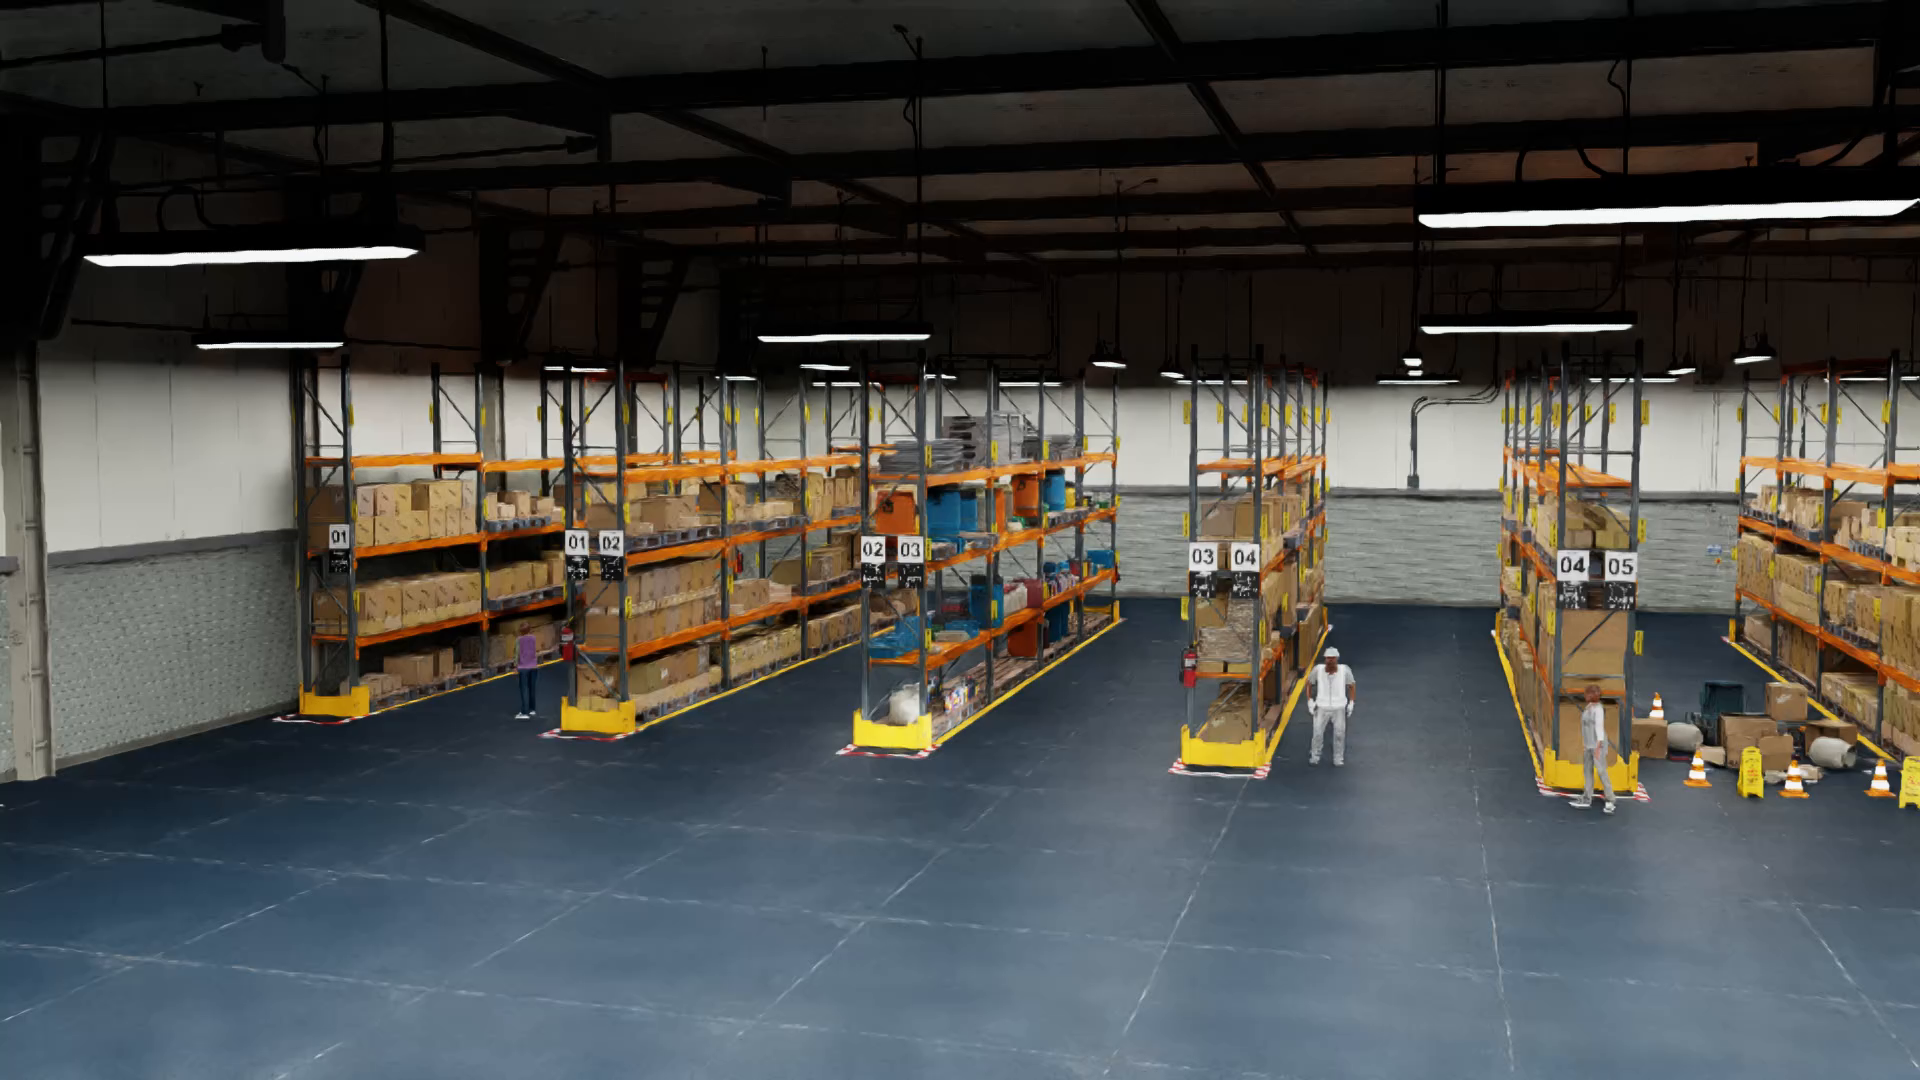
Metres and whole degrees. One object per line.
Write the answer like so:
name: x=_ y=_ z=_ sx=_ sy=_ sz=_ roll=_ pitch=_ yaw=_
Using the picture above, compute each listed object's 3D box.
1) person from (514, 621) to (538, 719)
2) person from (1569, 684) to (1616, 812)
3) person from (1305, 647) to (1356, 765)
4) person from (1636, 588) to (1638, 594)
person: x=-7.181 y=2.135 z=27.465 sx=0.449 sy=1.599 sz=0.467 roll=4 pitch=6 yaw=42
person: x=8.059 y=2.625 z=21.080 sx=0.480 sy=1.594 sz=0.535 roll=0 pitch=4 yaw=3
person: x=5.274 y=2.368 z=23.697 sx=0.702 sy=1.735 sz=0.549 roll=1 pitch=4 yaw=13
person: x=15.722 y=1.151 z=39.348 sx=0.487 sy=1.774 sz=0.627 roll=-1 pitch=5 yaw=-19
